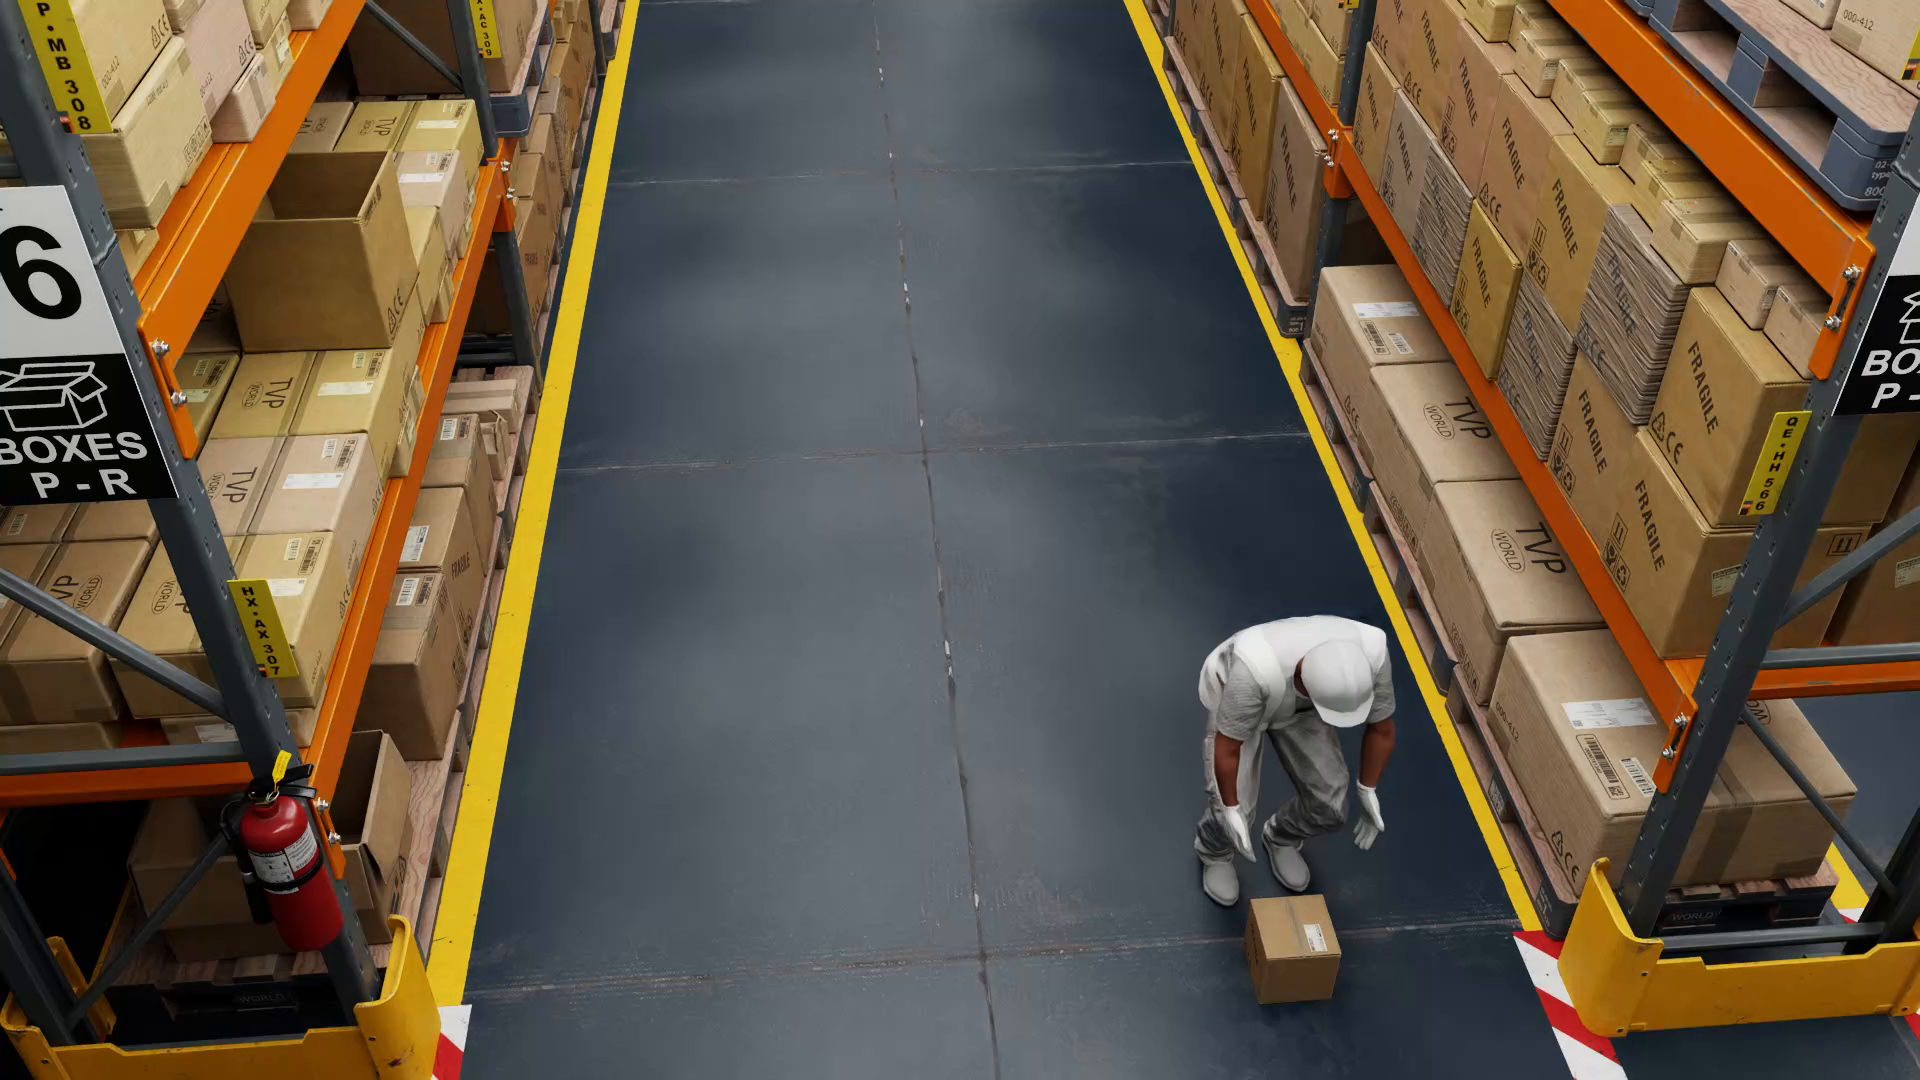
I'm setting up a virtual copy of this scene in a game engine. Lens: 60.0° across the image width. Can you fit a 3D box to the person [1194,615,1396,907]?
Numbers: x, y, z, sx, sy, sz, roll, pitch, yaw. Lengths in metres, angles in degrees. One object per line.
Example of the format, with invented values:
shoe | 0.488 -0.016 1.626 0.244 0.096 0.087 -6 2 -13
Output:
person | 1.111 0.686 5.607 0.613 1.380 0.788 -4 39 -6
